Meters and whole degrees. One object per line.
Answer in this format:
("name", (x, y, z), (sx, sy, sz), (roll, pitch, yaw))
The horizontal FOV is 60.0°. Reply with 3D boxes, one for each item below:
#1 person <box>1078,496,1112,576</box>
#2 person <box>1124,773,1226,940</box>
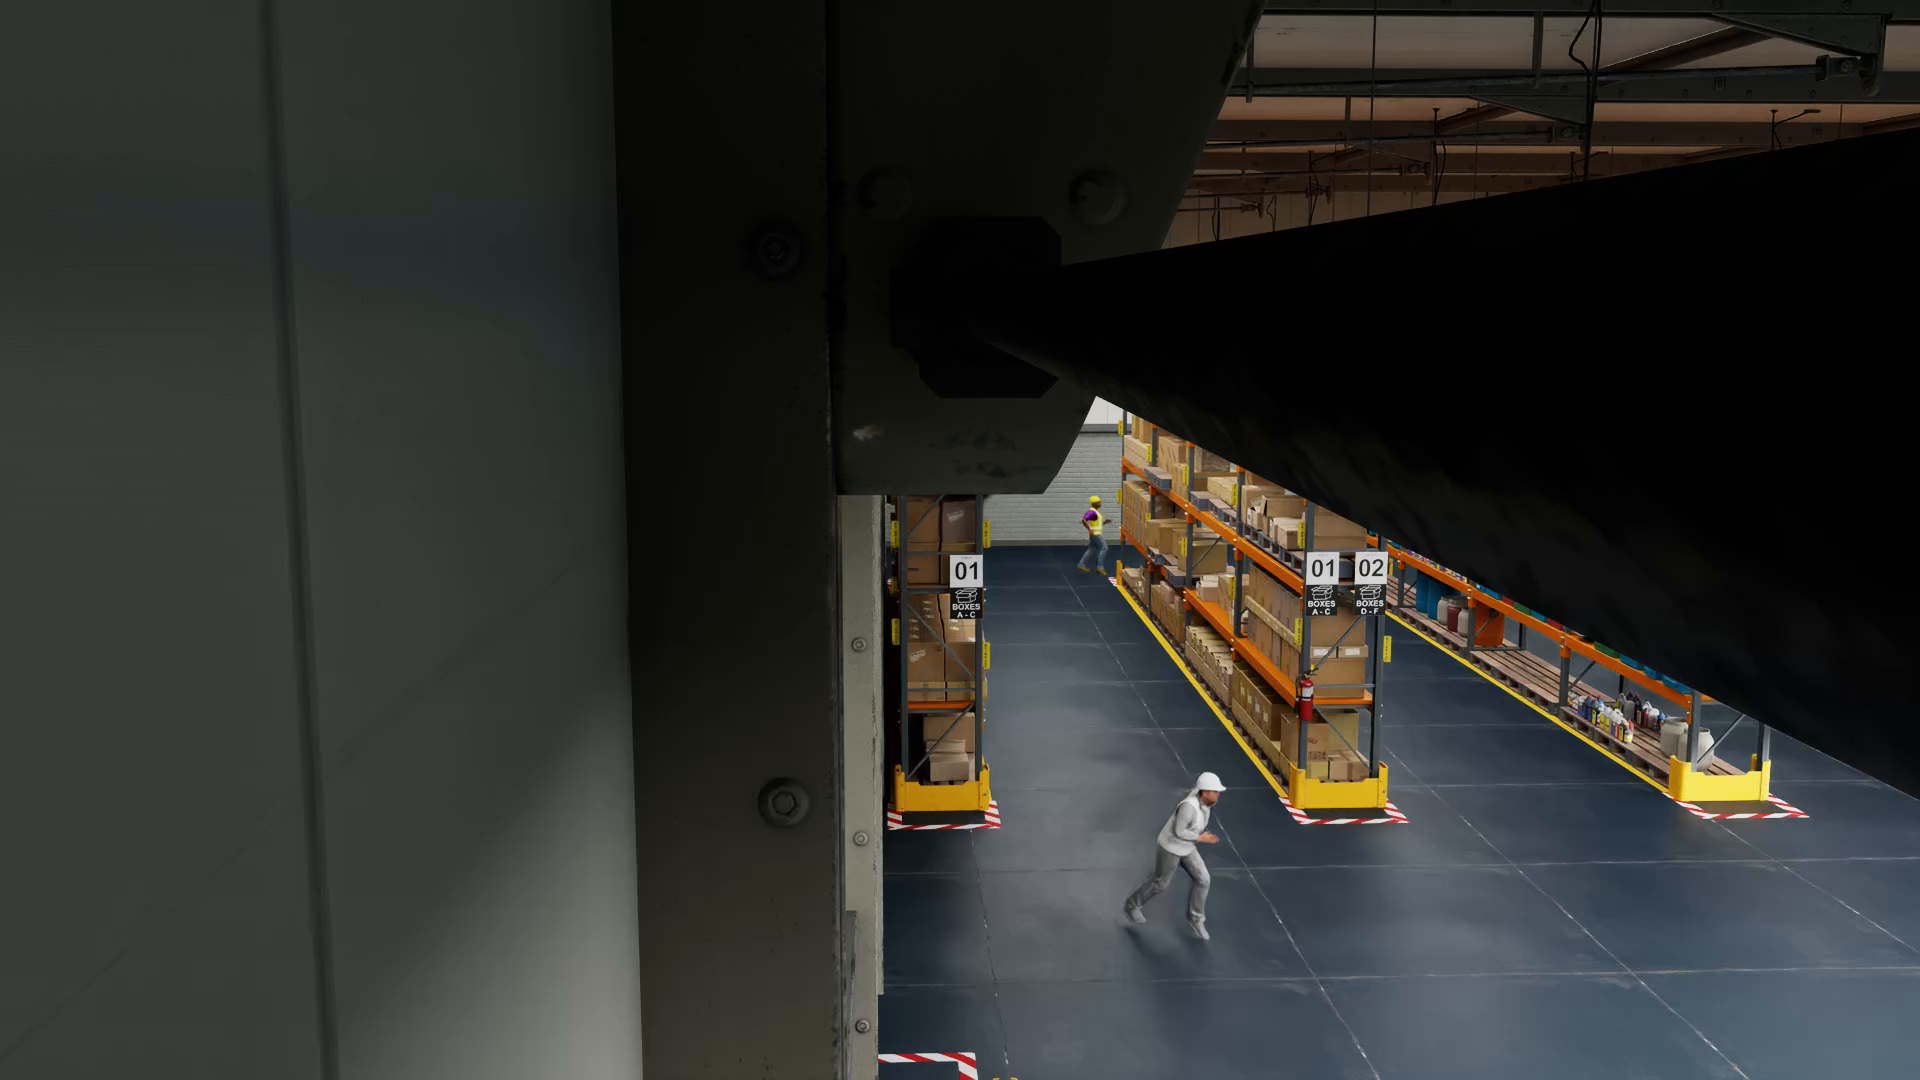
("person", (3.061, -0.087, 37.639), (0.771, 1.828, 0.672), (0, 8, 2))
("person", (2.137, 3.107, 16.549), (1.034, 1.729, 0.701), (5, 10, 28))
